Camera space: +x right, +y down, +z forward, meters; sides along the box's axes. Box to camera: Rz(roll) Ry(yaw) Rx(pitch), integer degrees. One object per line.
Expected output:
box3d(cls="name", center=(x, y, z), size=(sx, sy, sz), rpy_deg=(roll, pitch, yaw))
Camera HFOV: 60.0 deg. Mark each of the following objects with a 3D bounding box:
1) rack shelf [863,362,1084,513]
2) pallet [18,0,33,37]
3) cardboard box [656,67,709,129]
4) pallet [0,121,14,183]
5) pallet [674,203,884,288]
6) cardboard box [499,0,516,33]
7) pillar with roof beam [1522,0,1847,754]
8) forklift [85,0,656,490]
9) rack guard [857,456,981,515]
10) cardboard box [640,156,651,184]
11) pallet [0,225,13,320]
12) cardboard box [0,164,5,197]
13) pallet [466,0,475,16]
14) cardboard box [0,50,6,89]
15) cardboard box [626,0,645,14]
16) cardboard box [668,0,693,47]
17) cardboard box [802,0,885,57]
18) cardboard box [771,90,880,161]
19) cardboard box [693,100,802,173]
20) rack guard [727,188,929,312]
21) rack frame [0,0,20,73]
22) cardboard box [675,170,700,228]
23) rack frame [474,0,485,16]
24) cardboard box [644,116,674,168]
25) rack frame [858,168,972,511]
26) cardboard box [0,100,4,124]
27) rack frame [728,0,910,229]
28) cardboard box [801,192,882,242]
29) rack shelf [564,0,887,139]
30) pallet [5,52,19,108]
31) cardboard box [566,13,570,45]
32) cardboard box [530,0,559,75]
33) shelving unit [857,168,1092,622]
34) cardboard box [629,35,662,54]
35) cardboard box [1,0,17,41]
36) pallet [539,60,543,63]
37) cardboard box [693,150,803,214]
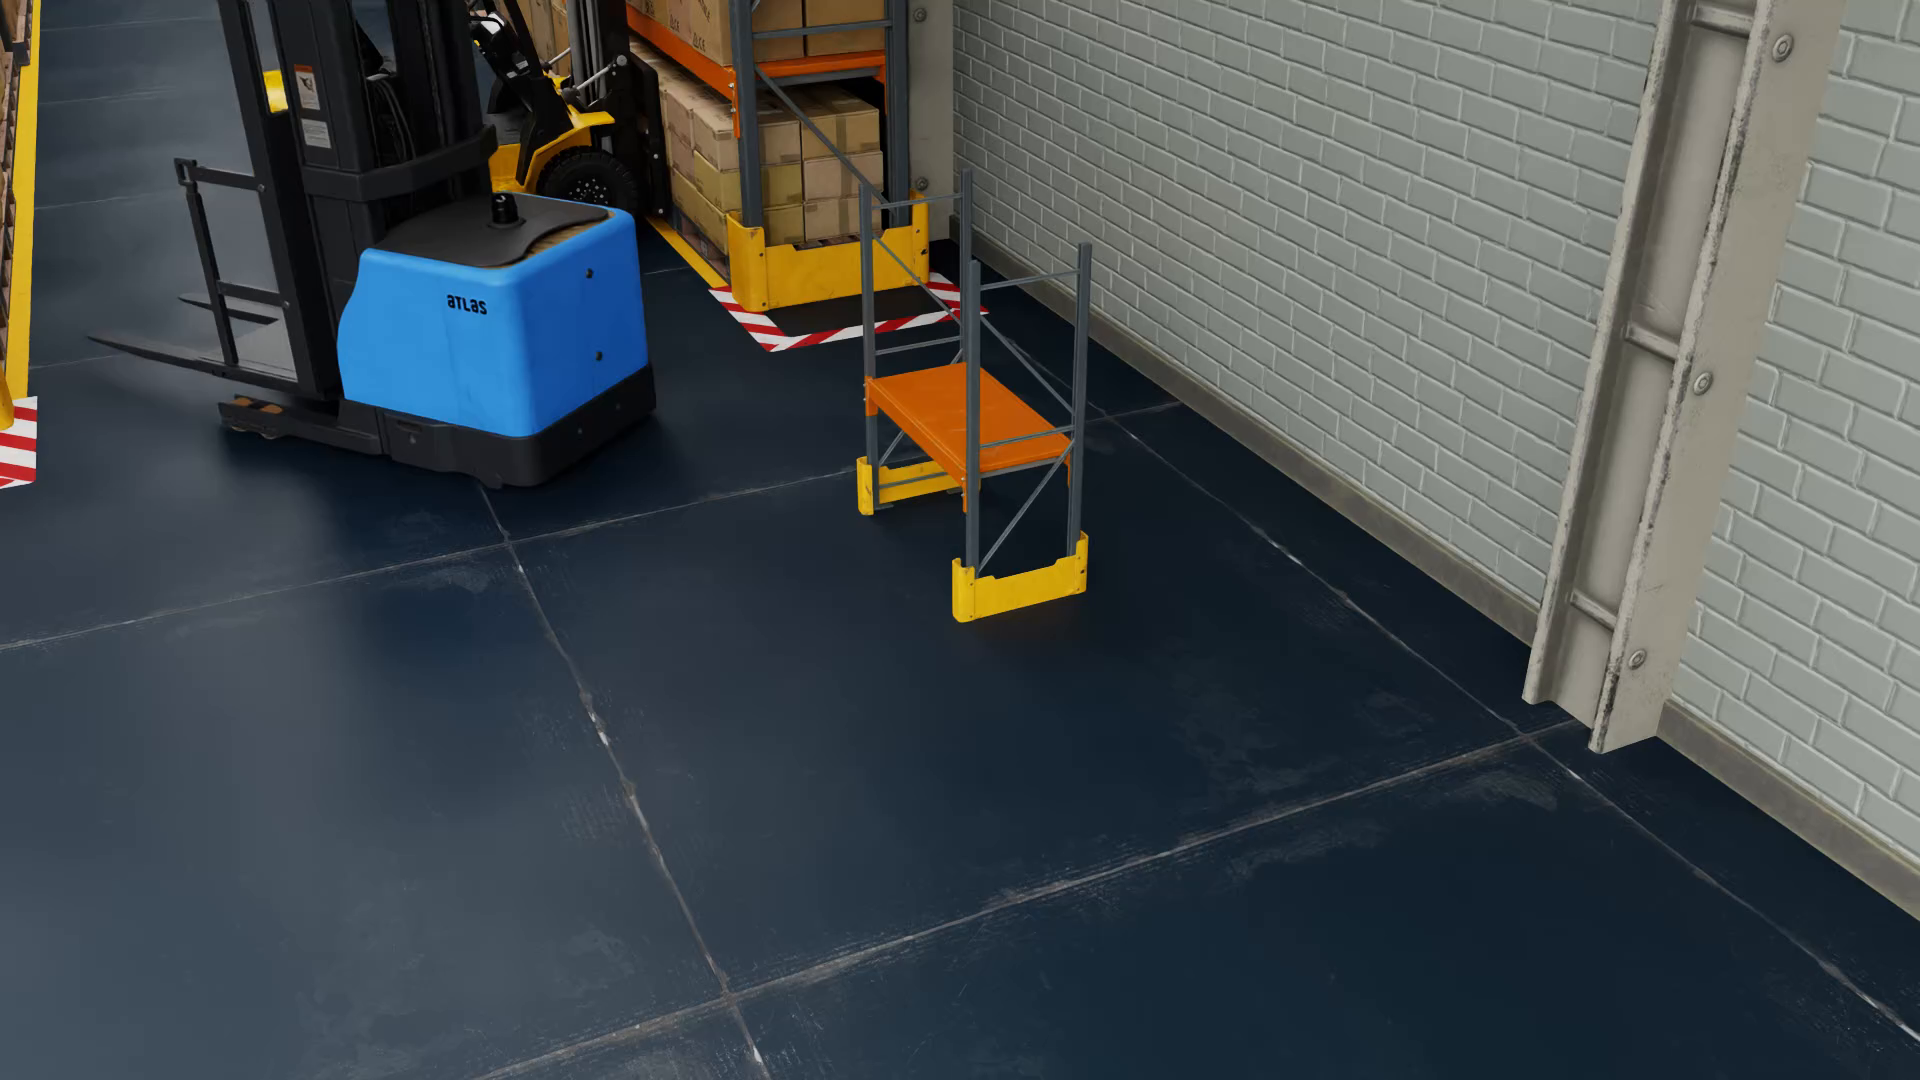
box3d(cls="rack shelf", center=(0.037, -0.460, 6.904), size=(0.538, 0.185, 1.000), rpy_deg=(-13, 32, -22))
box3d(cls="pallet", center=(-9.481, -4.997, 15.946), size=(1.003, 0.211, 1.213), rpy_deg=(-13, 32, -22))
box3d(cls="cardboard box", center=(-1.704, -2.824, 10.579), size=(0.500, 0.250, 0.500), rpy_deg=(-13, 32, -21))
box3d(cls="pallet", center=(-7.309, -2.672, 11.799), size=(1.003, 0.211, 1.213), rpy_deg=(-13, 32, -22))
box3d(cls="pallet", center=(-1.141, -1.934, 10.483), size=(1.003, 0.211, 1.213), rpy_deg=(-13, 32, -22))
box3d(cls="cardboard box", center=(-3.666, -4.937, 14.986), size=(0.875, 0.625, 0.625), rpy_deg=(-12, 31, -20))
box3d(cls="pillar with roof beam", center=(-1.572, -2.380, 2.294), size=(9.100, 9.000, 0.400), rpy_deg=(-13, 32, -22))
box3d(cls="forklift", center=(-3.072, -1.988, 7.798), size=(3.031, 2.935, 1.130), rpy_deg=(13, 32, 22))
box3d(cls="rack guard", center=(-0.181, -0.295, 7.521), size=(0.587, 0.250, 0.087), rpy_deg=(-13, 32, -22))
box3d(cls="cardboard box", center=(-1.917, -2.616, 11.229), size=(0.500, 0.250, 0.500), rpy_deg=(-12, 31, -20))
box3d(cls="pallet", center=(-6.125, -1.499, 9.708), size=(1.003, 0.211, 1.213), rpy_deg=(-13, 32, -22))
box3d(cls="cardboard box", center=(-6.477, -2.323, 10.708), size=(0.500, 0.250, 0.500), rpy_deg=(-12, 31, -20))
box3d(cls="pallet", center=(-4.496, -5.477, 16.801), size=(1.003, 0.211, 1.213), rpy_deg=(-13, 32, -22))
box3d(cls="cardboard box", center=(-8.133, -3.772, 13.168), size=(0.950, 0.372, 0.625), rpy_deg=(-14, 32, -23))
box3d(cls="cardboard box", center=(-1.884, -3.704, 10.687), size=(0.500, 0.500, 0.500), rpy_deg=(-13, 32, -22))
box3d(cls="cardboard box", center=(-1.438, -3.258, 9.891), size=(0.500, 0.500, 0.500), rpy_deg=(-12, 31, -20))
box3d(cls="cardboard box", center=(-0.737, -3.142, 9.684), size=(0.500, 0.500, 0.500), rpy_deg=(-12, 31, -20))
box3d(cls="cardboard box", center=(-0.810, -2.493, 9.989), size=(0.500, 0.250, 0.500), rpy_deg=(-14, 32, -23))
box3d(cls="cardboard box", center=(-1.254, -2.379, 9.786), size=(0.500, 0.250, 0.500), rpy_deg=(-12, 31, -20))
box3d(cls="rack guard", center=(-0.764, -1.720, 9.807), size=(1.175, 0.500, 0.348), rpy_deg=(-13, 32, -22))
box3d(cls="rack frame", center=(-8.691, -5.311, 13.655), size=(1.000, 3.000, 0.127), rpy_deg=(-13, 32, -22))
box3d(cls="cardboard box", center=(-1.467, -2.168, 10.431), size=(0.500, 0.250, 0.500), rpy_deg=(-13, 32, -22))
box3d(cls="rack frame", center=(-4.209, -6.355, 15.516), size=(1.000, 3.000, 0.127), rpy_deg=(-13, 32, -22))
box3d(cls="cardboard box", center=(-1.712, -2.620, 10.726), size=(0.500, 0.250, 0.500), rpy_deg=(-14, 32, -23))
box3d(cls="rack frame", center=(-0.182, -0.841, 7.216), size=(0.500, 1.500, 0.032), rpy_deg=(-13, 32, -22))
box3d(cls="cardboard box", center=(-7.512, -3.129, 12.021), size=(0.950, 0.372, 0.625), rpy_deg=(-11, 31, -19))
box3d(cls="rack frame", center=(-0.775, -2.821, 9.214), size=(1.000, 3.000, 0.127), rpy_deg=(-13, 32, -22))
box3d(cls="cardboard box", center=(-0.809, -2.063, 10.244), size=(0.500, 0.250, 0.500), rpy_deg=(-13, 32, -22))
box3d(cls="rack shelf", center=(-1.633, -3.391, 10.966), size=(1.077, 0.370, 4.000), rpy_deg=(-13, 32, -22))
box3d(cls="pallet", center=(-8.356, -3.749, 13.721), size=(1.003, 0.211, 1.213), rpy_deg=(-13, 32, -22))
box3d(cls="cardboard box", center=(-2.568, -3.729, 12.192), size=(0.500, 0.250, 0.500), rpy_deg=(-14, 32, -23))
box3d(cls="cardboard box", center=(-3.052, -4.308, 13.864), size=(0.875, 0.625, 0.625), rpy_deg=(-13, 32, -22))
box3d(cls="shelving unit", center=(0.033, -0.620, 6.823), size=(0.587, 1.500, 1.083), rpy_deg=(-13, 32, -22))
box3d(cls="cardboard box", center=(-2.133, -3.283, 11.398), size=(0.500, 0.250, 0.500), rpy_deg=(-12, 31, -20))
box3d(cls="cardboard box", center=(-8.912, -4.890, 14.647), size=(0.875, 0.875, 0.875), rpy_deg=(-13, 32, -22))
box3d(cls="pallet", center=(-3.371, -4.229, 14.576), size=(1.003, 0.211, 1.213), rpy_deg=(-13, 32, -22))
box3d(cls="cardboard box", center=(-1.266, -2.172, 9.928), size=(0.500, 0.250, 0.500), rpy_deg=(-14, 32, -23))
